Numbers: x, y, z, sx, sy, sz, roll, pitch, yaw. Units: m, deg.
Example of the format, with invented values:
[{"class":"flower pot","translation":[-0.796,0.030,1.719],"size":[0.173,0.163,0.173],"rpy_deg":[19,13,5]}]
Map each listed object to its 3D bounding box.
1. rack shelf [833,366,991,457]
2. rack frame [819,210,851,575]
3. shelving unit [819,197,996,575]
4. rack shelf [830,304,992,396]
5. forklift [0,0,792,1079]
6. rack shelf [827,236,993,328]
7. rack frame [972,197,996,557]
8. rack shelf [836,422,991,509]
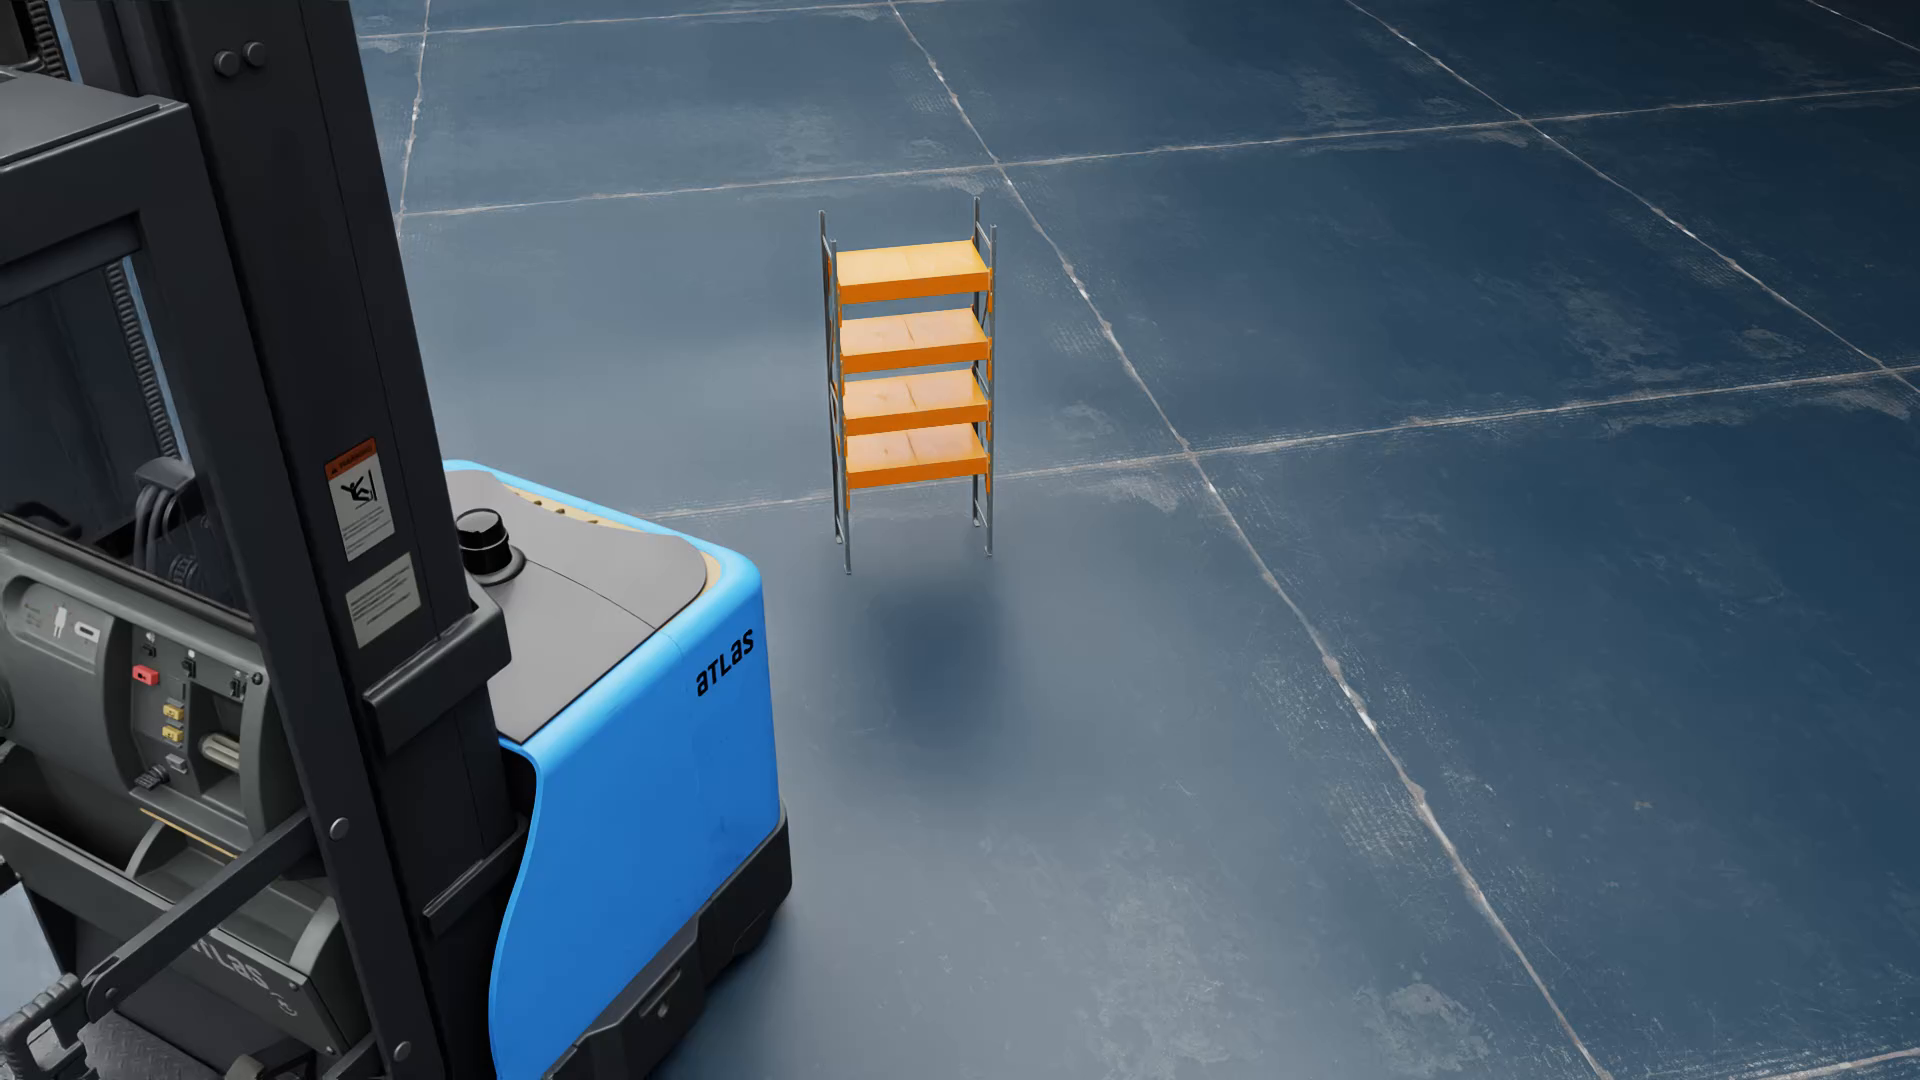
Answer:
[{"class":"rack shelf","translation":[-0.161,-0.422,5.423],"size":[0.480,0.148,0.258],"rpy_deg":[-7,35,-11]},{"class":"rack frame","translation":[-0.399,-0.448,5.341],"size":[0.015,1.200,0.240],"rpy_deg":[-7,35,-11]},{"class":"shelving unit","translation":[-0.161,-0.478,5.385],"size":[0.503,1.200,0.258],"rpy_deg":[-7,35,-11]},{"class":"rack shelf","translation":[-0.161,-0.608,5.298],"size":[0.480,0.148,0.258],"rpy_deg":[-7,35,-11]},{"class":"forklift","translation":[-1.598,0.299,2.674],"size":[1.130,2.935,3.031],"rpy_deg":[18,38,24]},{"class":"rack shelf","translation":[-0.161,-0.804,5.166],"size":[0.480,0.148,0.258],"rpy_deg":[-7,35,-11]},{"class":"rack frame","translation":[0.077,-0.508,5.430],"size":[0.015,1.200,0.240],"rpy_deg":[-7,35,-11]},{"class":"rack shelf","translation":[-0.161,-0.257,5.533],"size":[0.480,0.148,0.258],"rpy_deg":[-7,35,-11]}]
